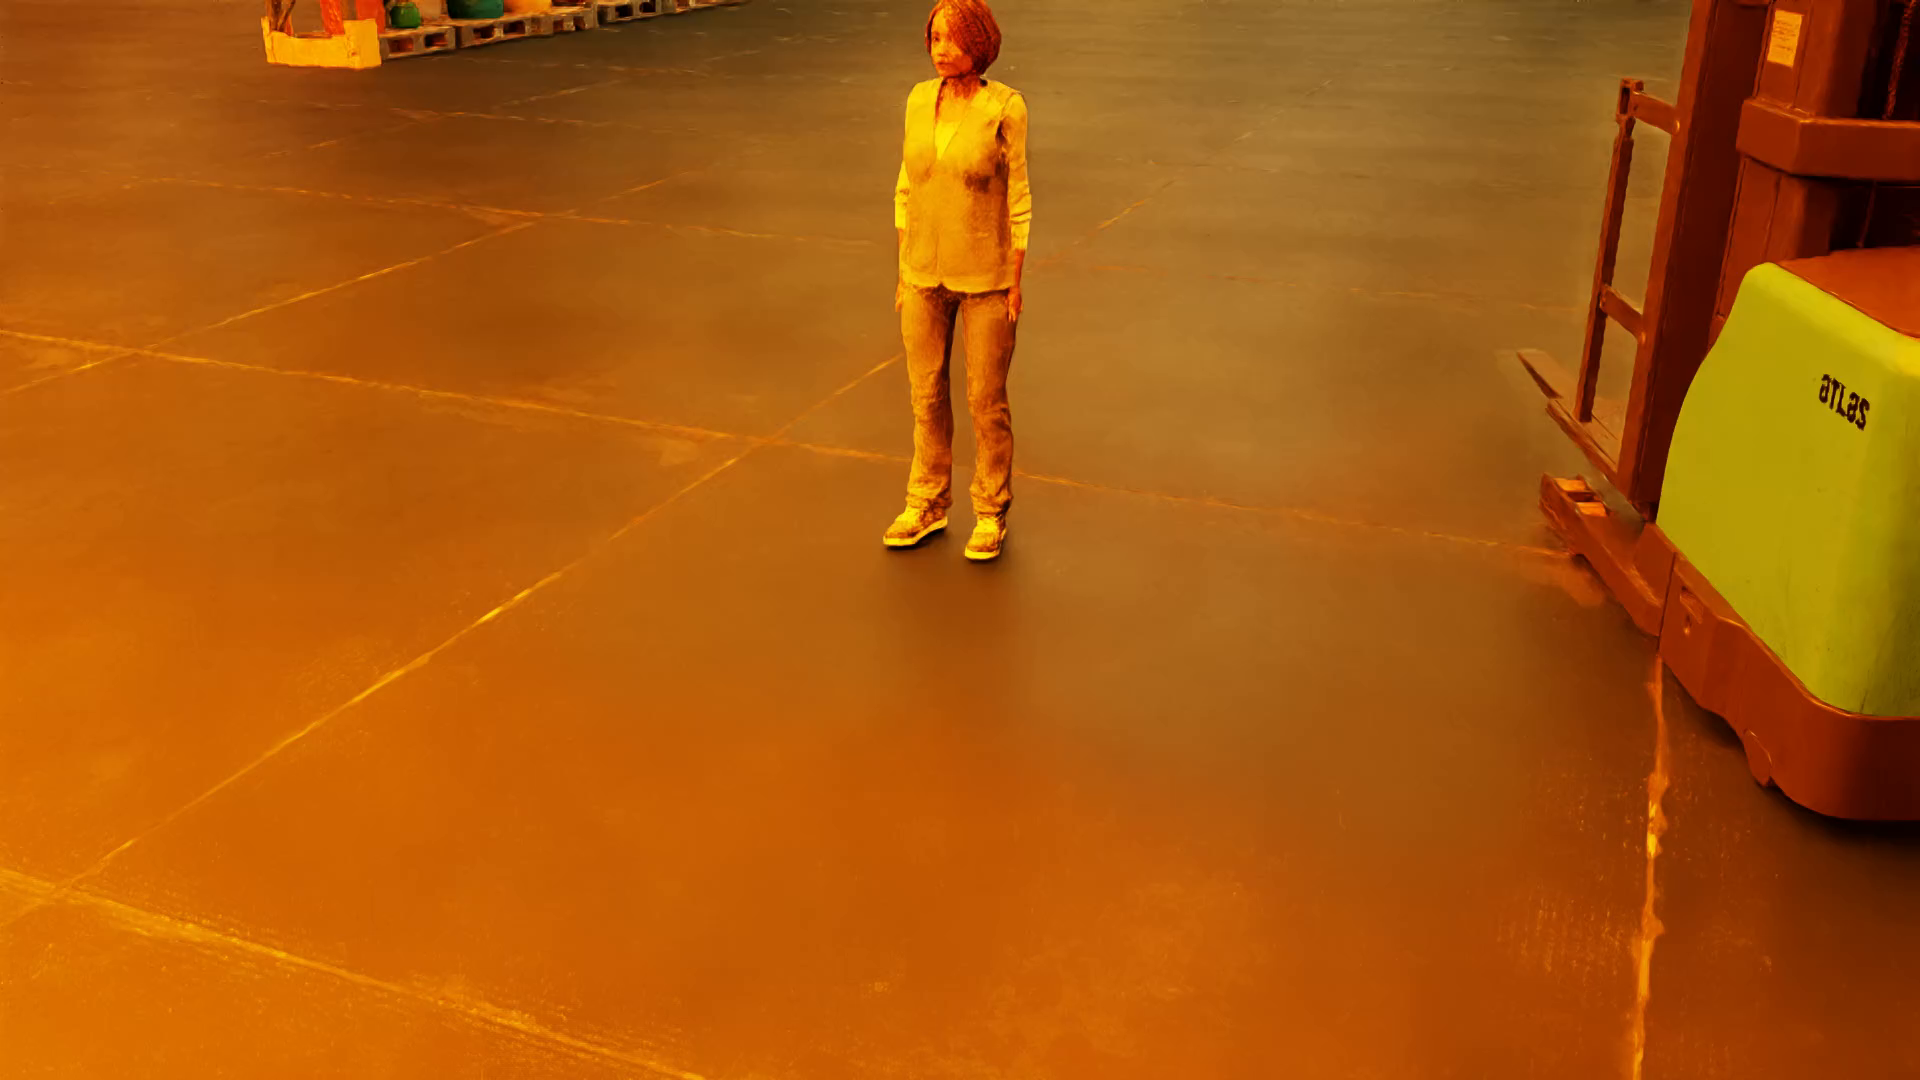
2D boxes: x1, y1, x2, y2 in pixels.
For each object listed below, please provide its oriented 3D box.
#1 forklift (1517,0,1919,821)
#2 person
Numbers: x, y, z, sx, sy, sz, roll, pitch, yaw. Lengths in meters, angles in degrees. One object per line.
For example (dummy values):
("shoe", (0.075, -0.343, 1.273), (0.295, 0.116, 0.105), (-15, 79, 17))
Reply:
("forklift", (2.365, -1.274, 4.341), (1.130, 2.935, 3.031), (1, 23, 2))
("person", (-0.003, -0.687, 4.797), (0.405, 1.501, 0.310), (9, 24, 21))
